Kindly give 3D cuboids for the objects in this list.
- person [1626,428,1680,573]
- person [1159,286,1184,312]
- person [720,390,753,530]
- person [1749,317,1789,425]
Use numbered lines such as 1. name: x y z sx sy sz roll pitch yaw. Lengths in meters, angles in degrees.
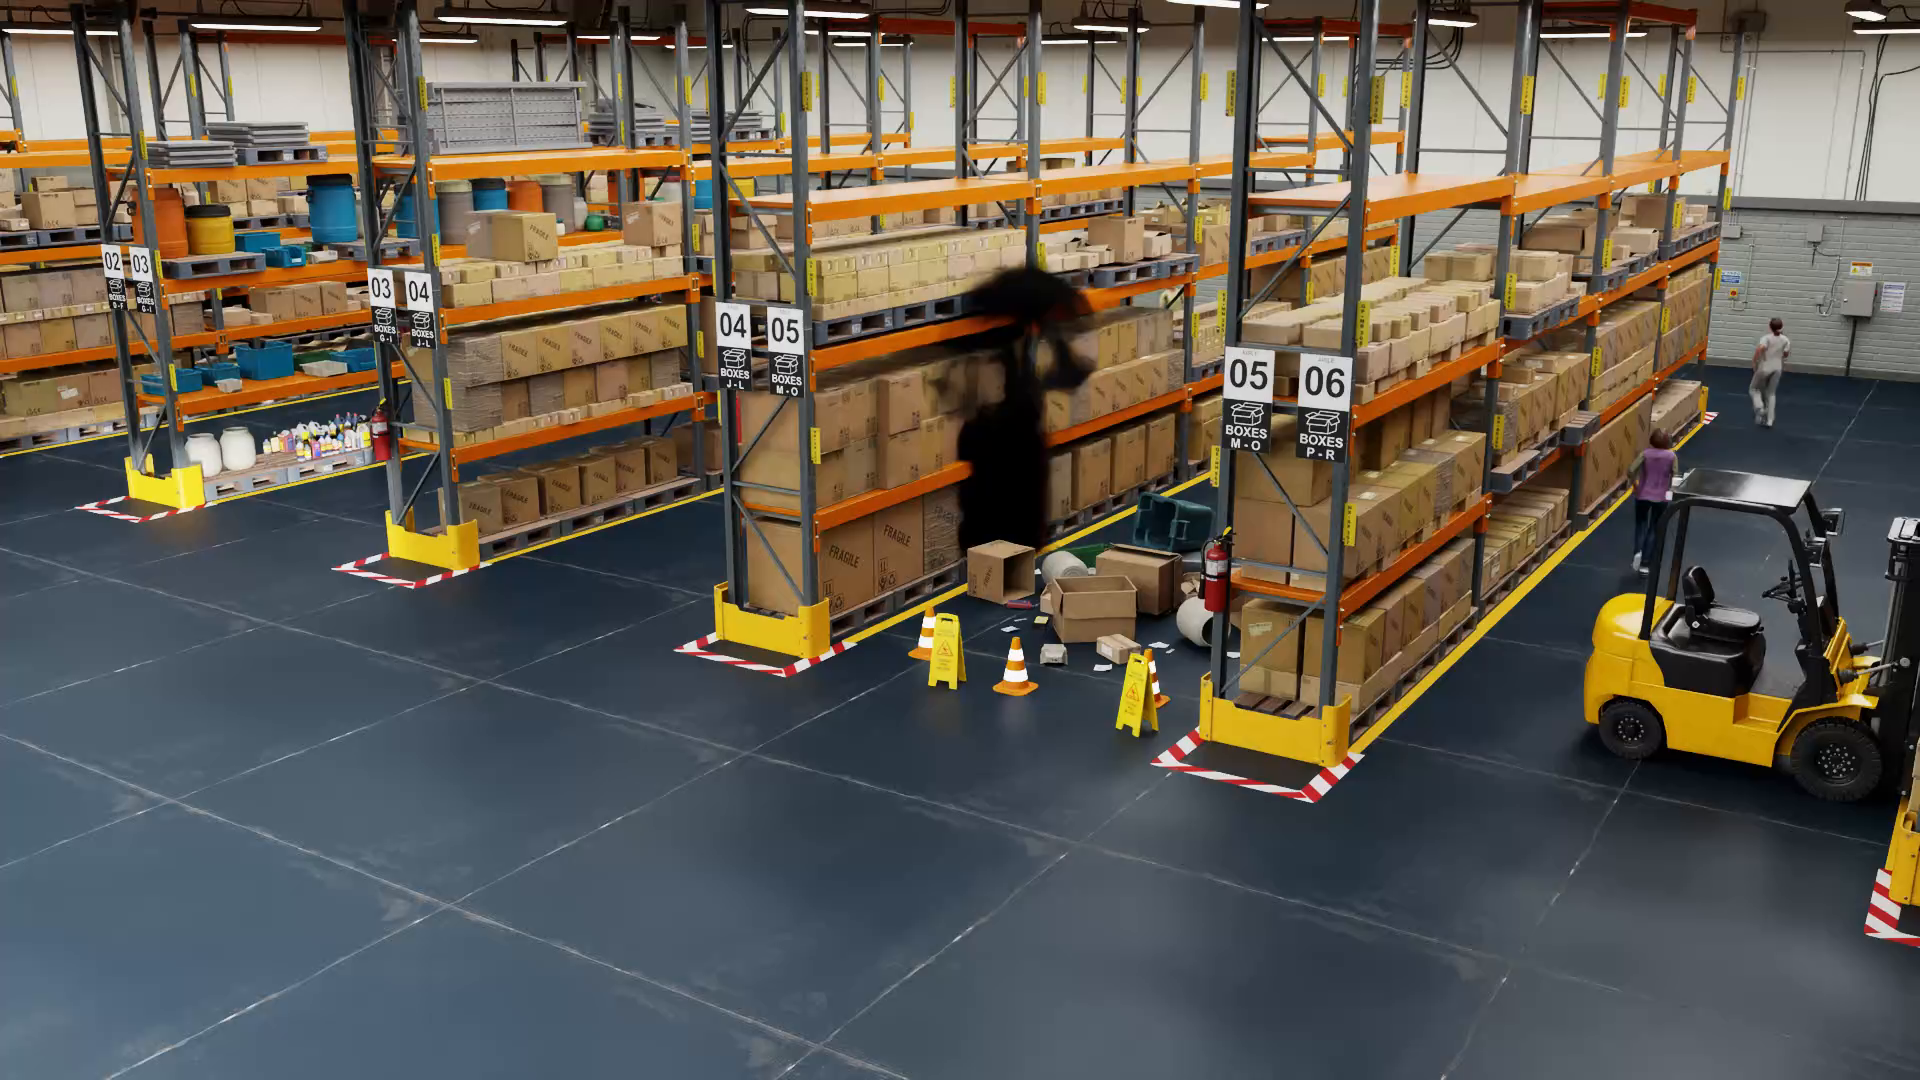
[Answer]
1. person: 7.401 -0.430 17.801 0.515 1.599 0.620 8 17 27
2. person: 4.000 -4.100 30.935 0.569 1.597 0.581 -3 16 -9
3. person: -2.382 -0.972 18.534 0.665 1.693 0.603 8 17 25
4. person: 12.333 -2.581 25.425 0.579 1.648 0.620 0 16 1
